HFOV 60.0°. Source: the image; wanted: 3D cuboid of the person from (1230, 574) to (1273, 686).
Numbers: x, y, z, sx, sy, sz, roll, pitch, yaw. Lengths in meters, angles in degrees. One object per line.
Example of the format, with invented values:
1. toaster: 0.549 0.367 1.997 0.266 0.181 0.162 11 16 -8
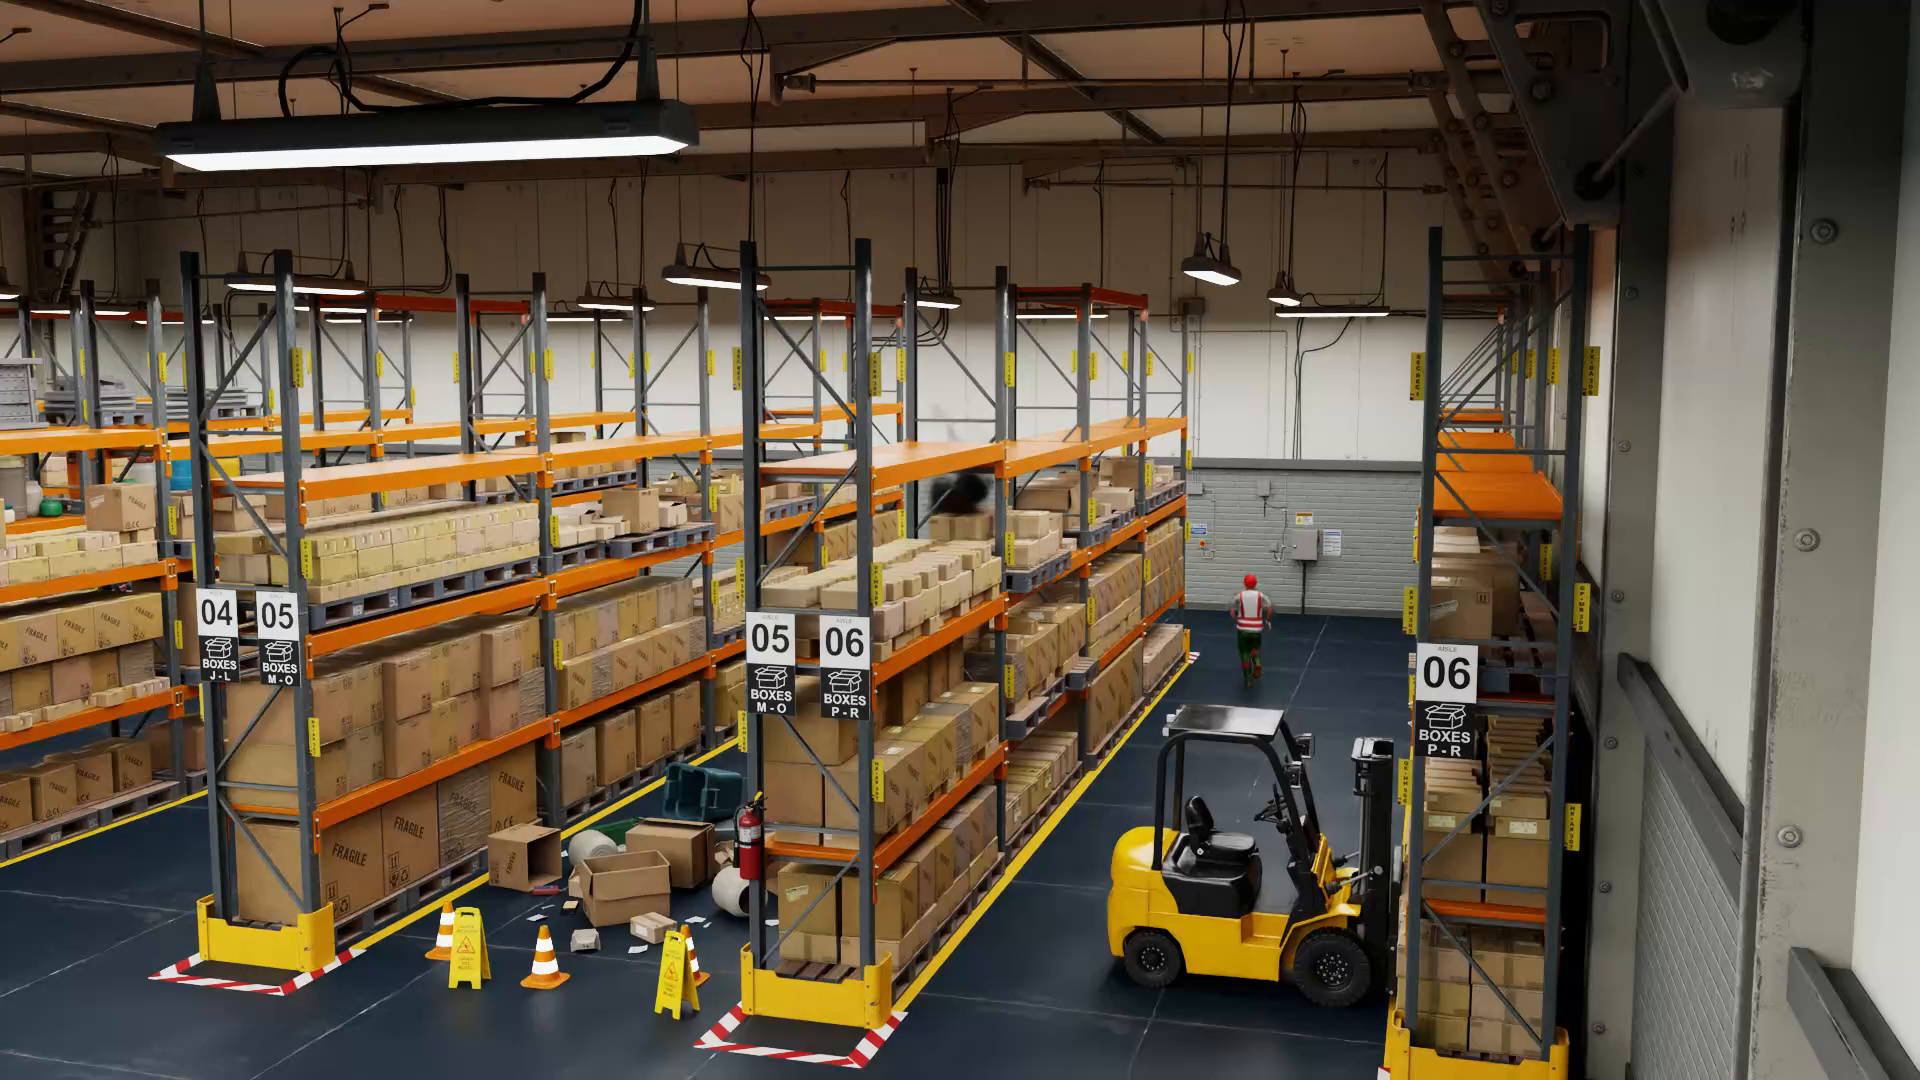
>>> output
1. person: 4.544 1.386 26.067 0.656 1.739 0.587 0 6 3
